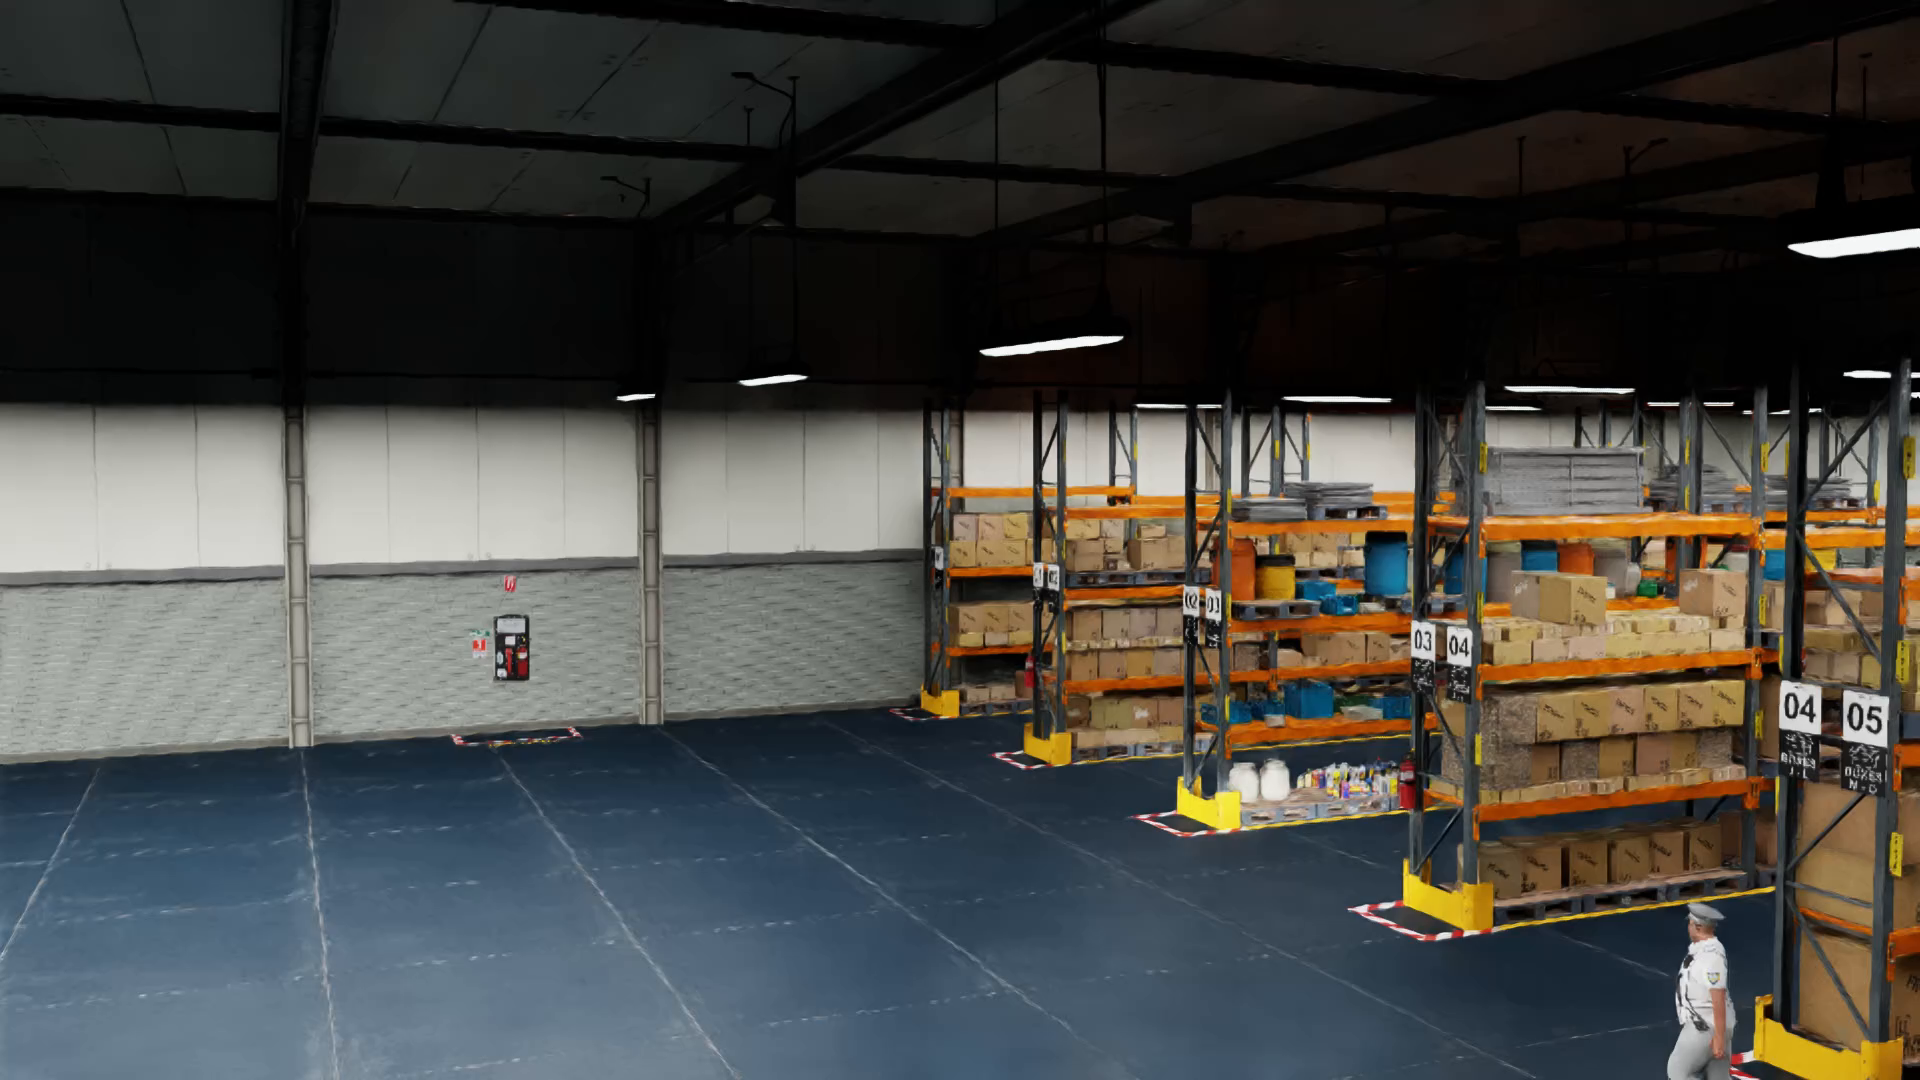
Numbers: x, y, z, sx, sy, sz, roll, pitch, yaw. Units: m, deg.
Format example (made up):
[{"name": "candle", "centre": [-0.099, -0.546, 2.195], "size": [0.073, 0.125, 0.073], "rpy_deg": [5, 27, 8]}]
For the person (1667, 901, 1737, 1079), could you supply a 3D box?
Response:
[{"name": "person", "centre": [5.479, 3.564, 12.186], "size": [0.490, 1.758, 0.668], "rpy_deg": [2, 4, 32]}]
